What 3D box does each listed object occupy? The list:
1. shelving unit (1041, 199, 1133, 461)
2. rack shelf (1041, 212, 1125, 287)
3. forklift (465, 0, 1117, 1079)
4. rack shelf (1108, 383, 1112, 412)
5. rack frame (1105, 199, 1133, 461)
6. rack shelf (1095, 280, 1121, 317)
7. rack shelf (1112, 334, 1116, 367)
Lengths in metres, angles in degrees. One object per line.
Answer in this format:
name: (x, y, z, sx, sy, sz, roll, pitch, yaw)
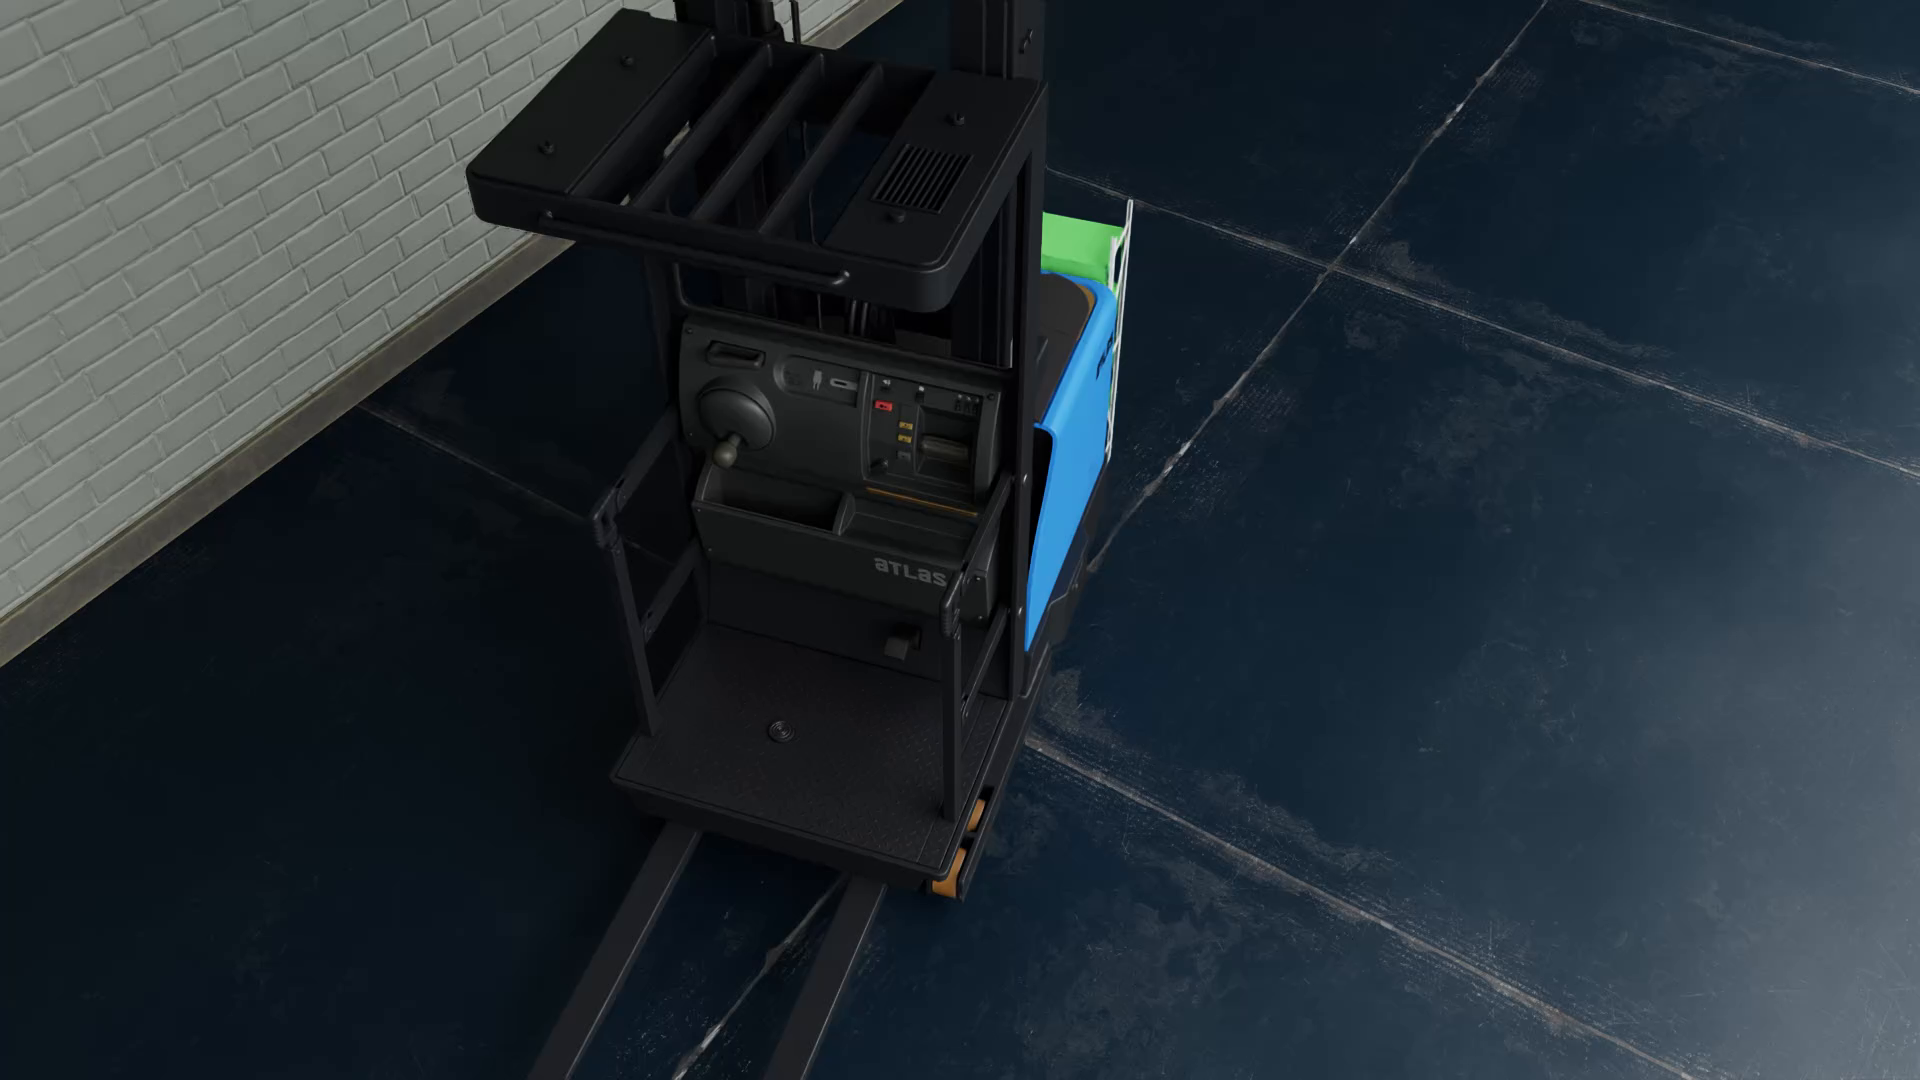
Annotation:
shelving unit: (0.319, -0.726, 6.118, 0.503, 1.200, 0.258, 14, 47, 13)
rack shelf: (0.319, -1.016, 5.820, 0.480, 0.148, 0.258, 14, 47, 13)
forklift: (-0.408, -0.246, 4.445, 1.130, 2.935, 3.031, 14, 47, 13)
rack shelf: (0.319, -0.514, 6.336, 0.480, 0.148, 0.258, 14, 47, 13)
rack frame: (0.550, -0.670, 6.064, 0.015, 1.200, 0.240, 14, 47, 13)
rack shelf: (0.319, -0.848, 5.992, 0.480, 0.148, 0.258, 14, 47, 13)
rack shelf: (0.319, -0.681, 6.164, 0.480, 0.148, 0.258, 14, 47, 13)
